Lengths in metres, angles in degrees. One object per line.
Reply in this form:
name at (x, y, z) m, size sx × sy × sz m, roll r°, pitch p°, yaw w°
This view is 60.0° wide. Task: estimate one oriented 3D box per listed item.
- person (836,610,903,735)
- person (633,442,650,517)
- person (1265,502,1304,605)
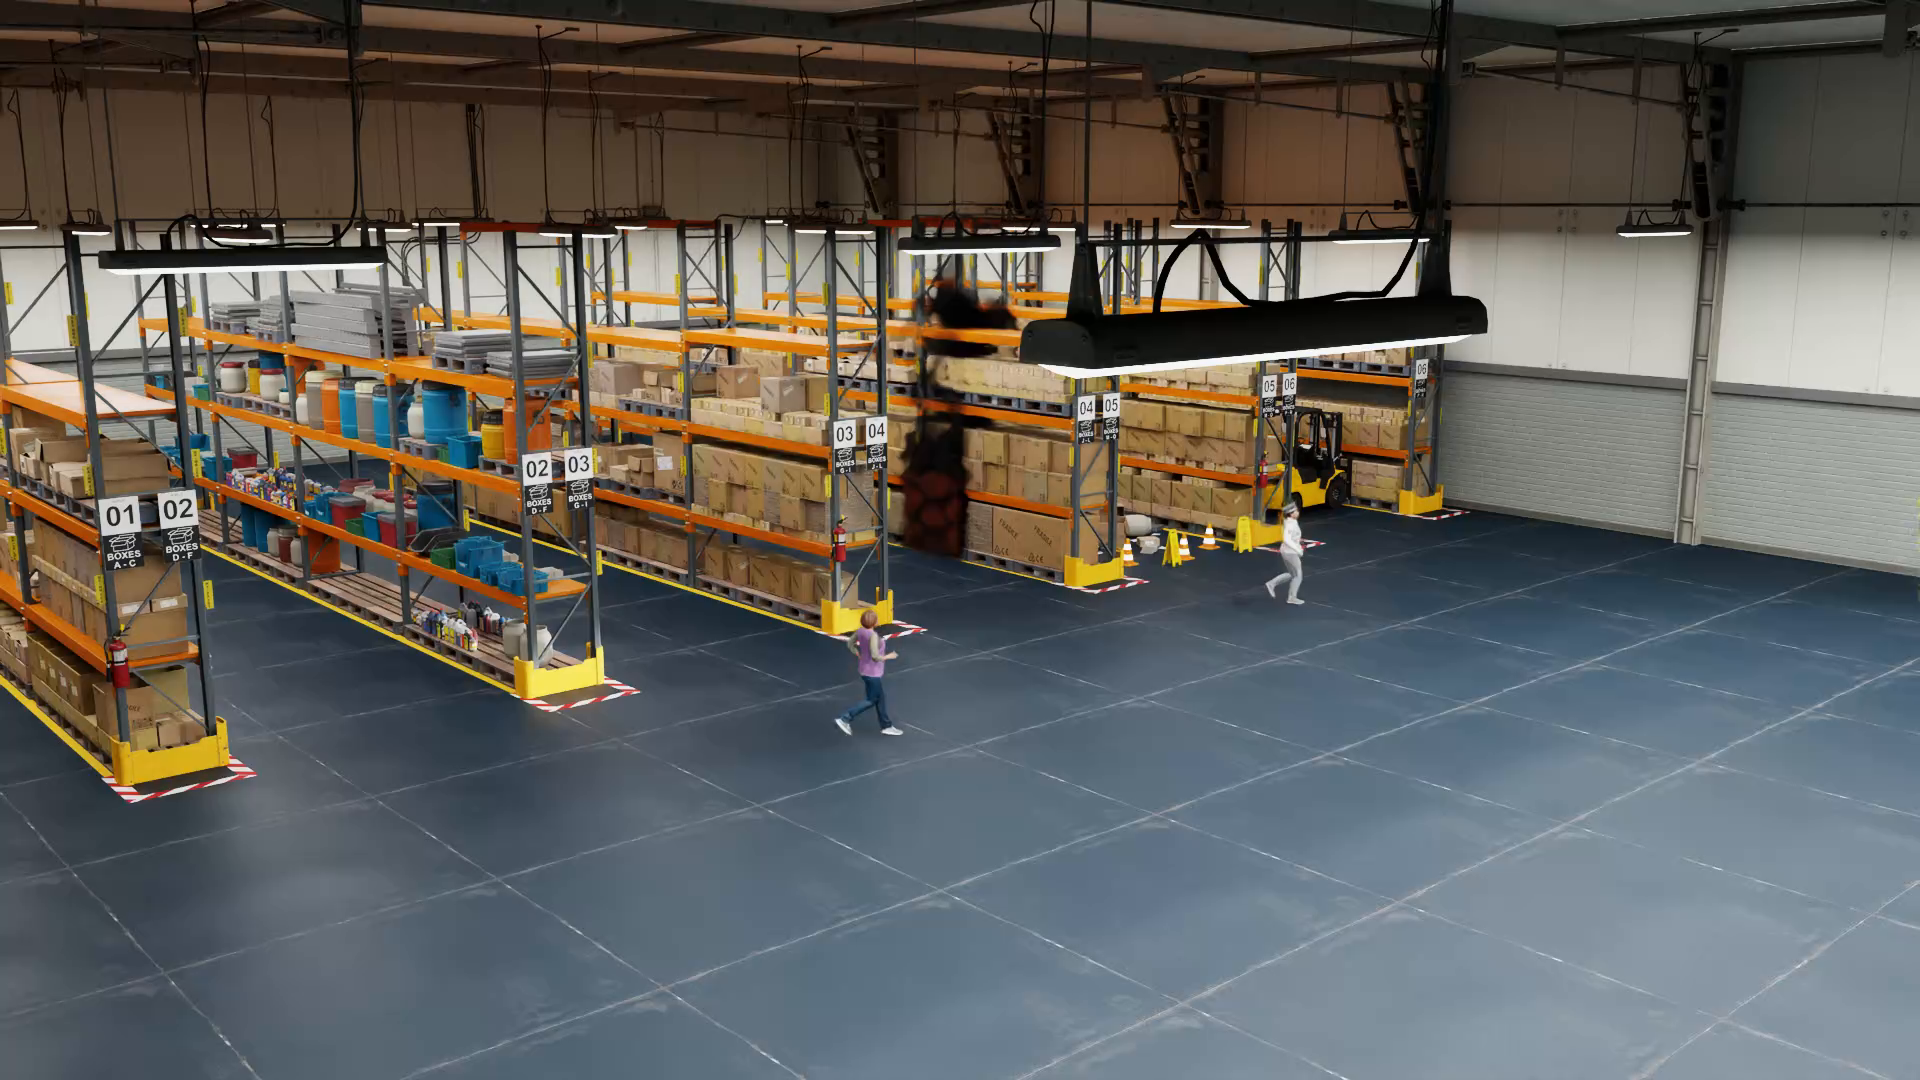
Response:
person at (-1.087, 1.610, 19.821) m, size 0.872 × 1.593 × 0.540 m, roll -5°, pitch 12°, yaw -23°
person at (-6.425, -1.154, 33.352) m, size 0.918 × 1.645 × 0.575 m, roll 11°, pitch 16°, yaw 43°
person at (5.237, 0.216, 26.602) m, size 0.611 × 1.662 × 0.618 m, roll 1°, pitch 11°, yaw 6°
